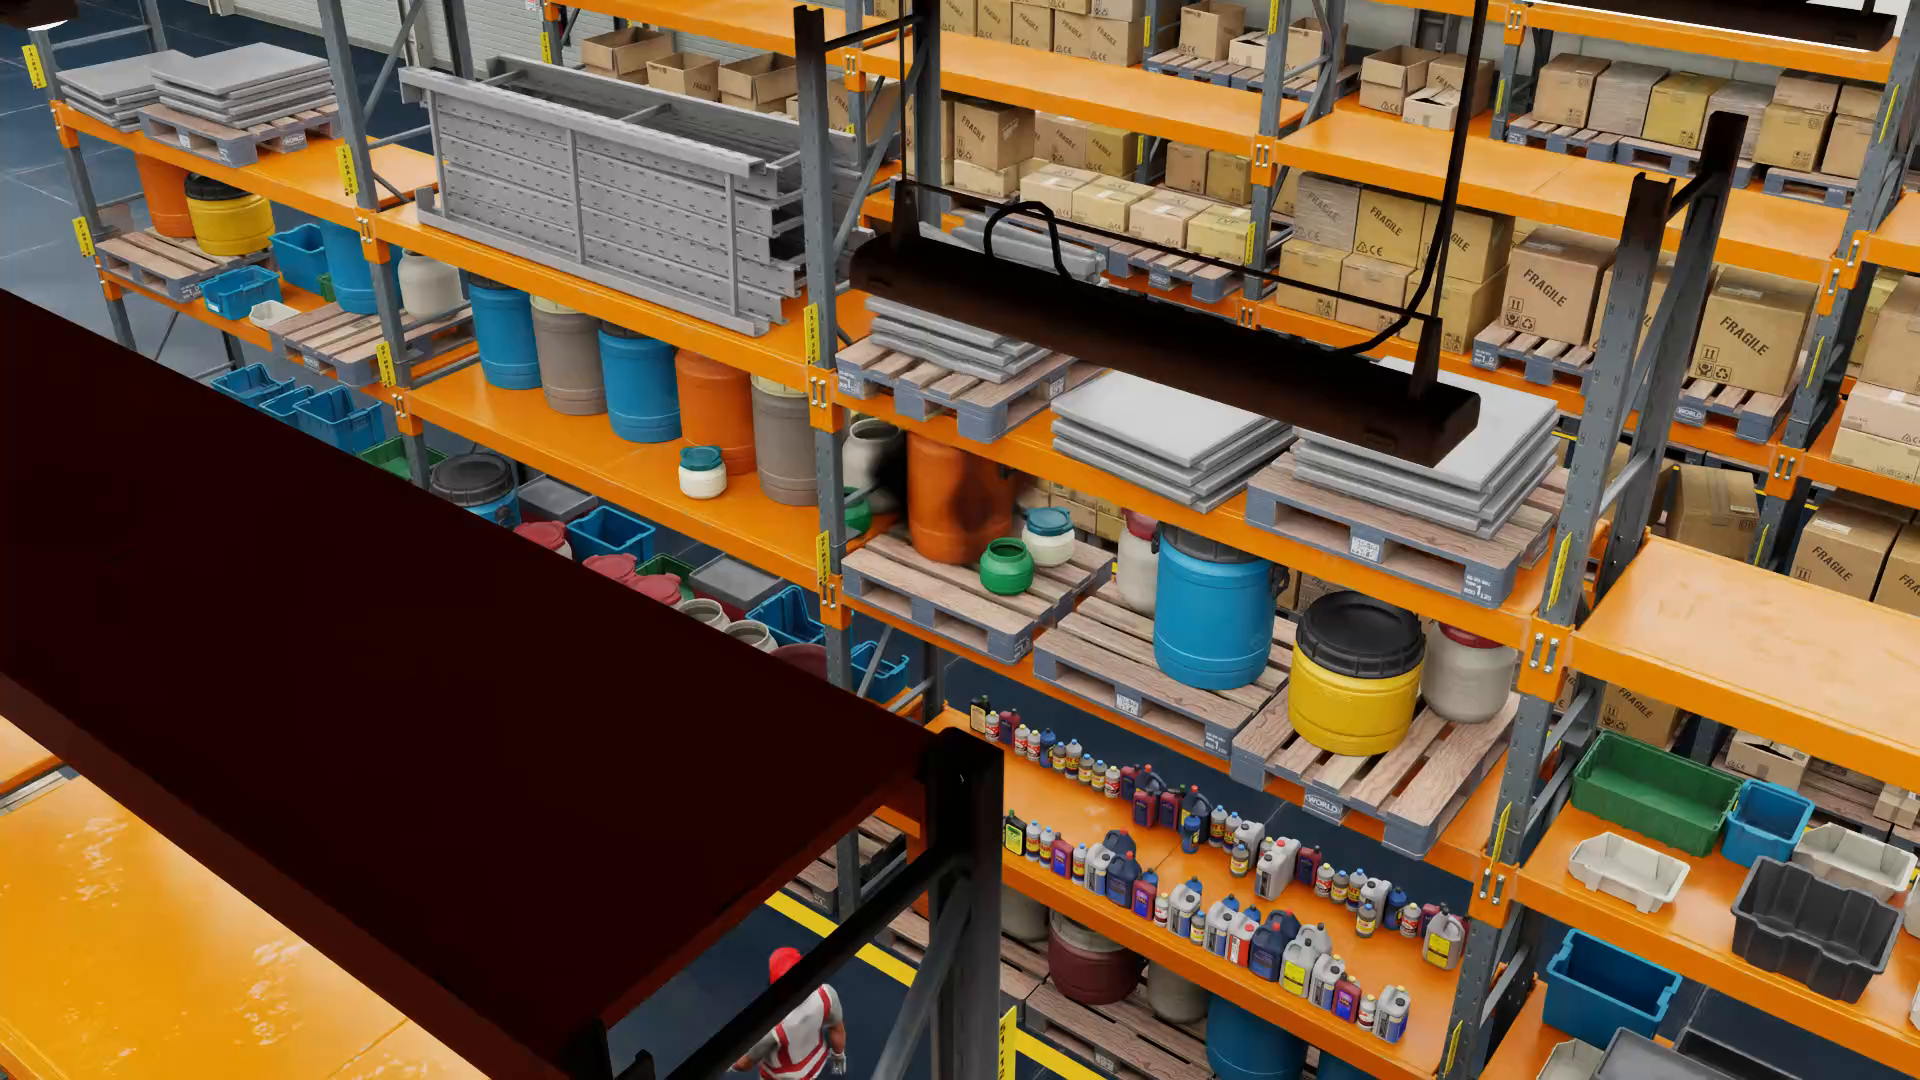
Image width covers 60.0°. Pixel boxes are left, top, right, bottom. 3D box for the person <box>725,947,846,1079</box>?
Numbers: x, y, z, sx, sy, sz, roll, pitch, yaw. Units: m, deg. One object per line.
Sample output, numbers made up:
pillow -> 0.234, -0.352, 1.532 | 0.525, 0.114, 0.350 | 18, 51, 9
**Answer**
person -> -0.946, 2.839, 8.962 | 1.048, 1.738, 0.531 | 15, 35, 23
